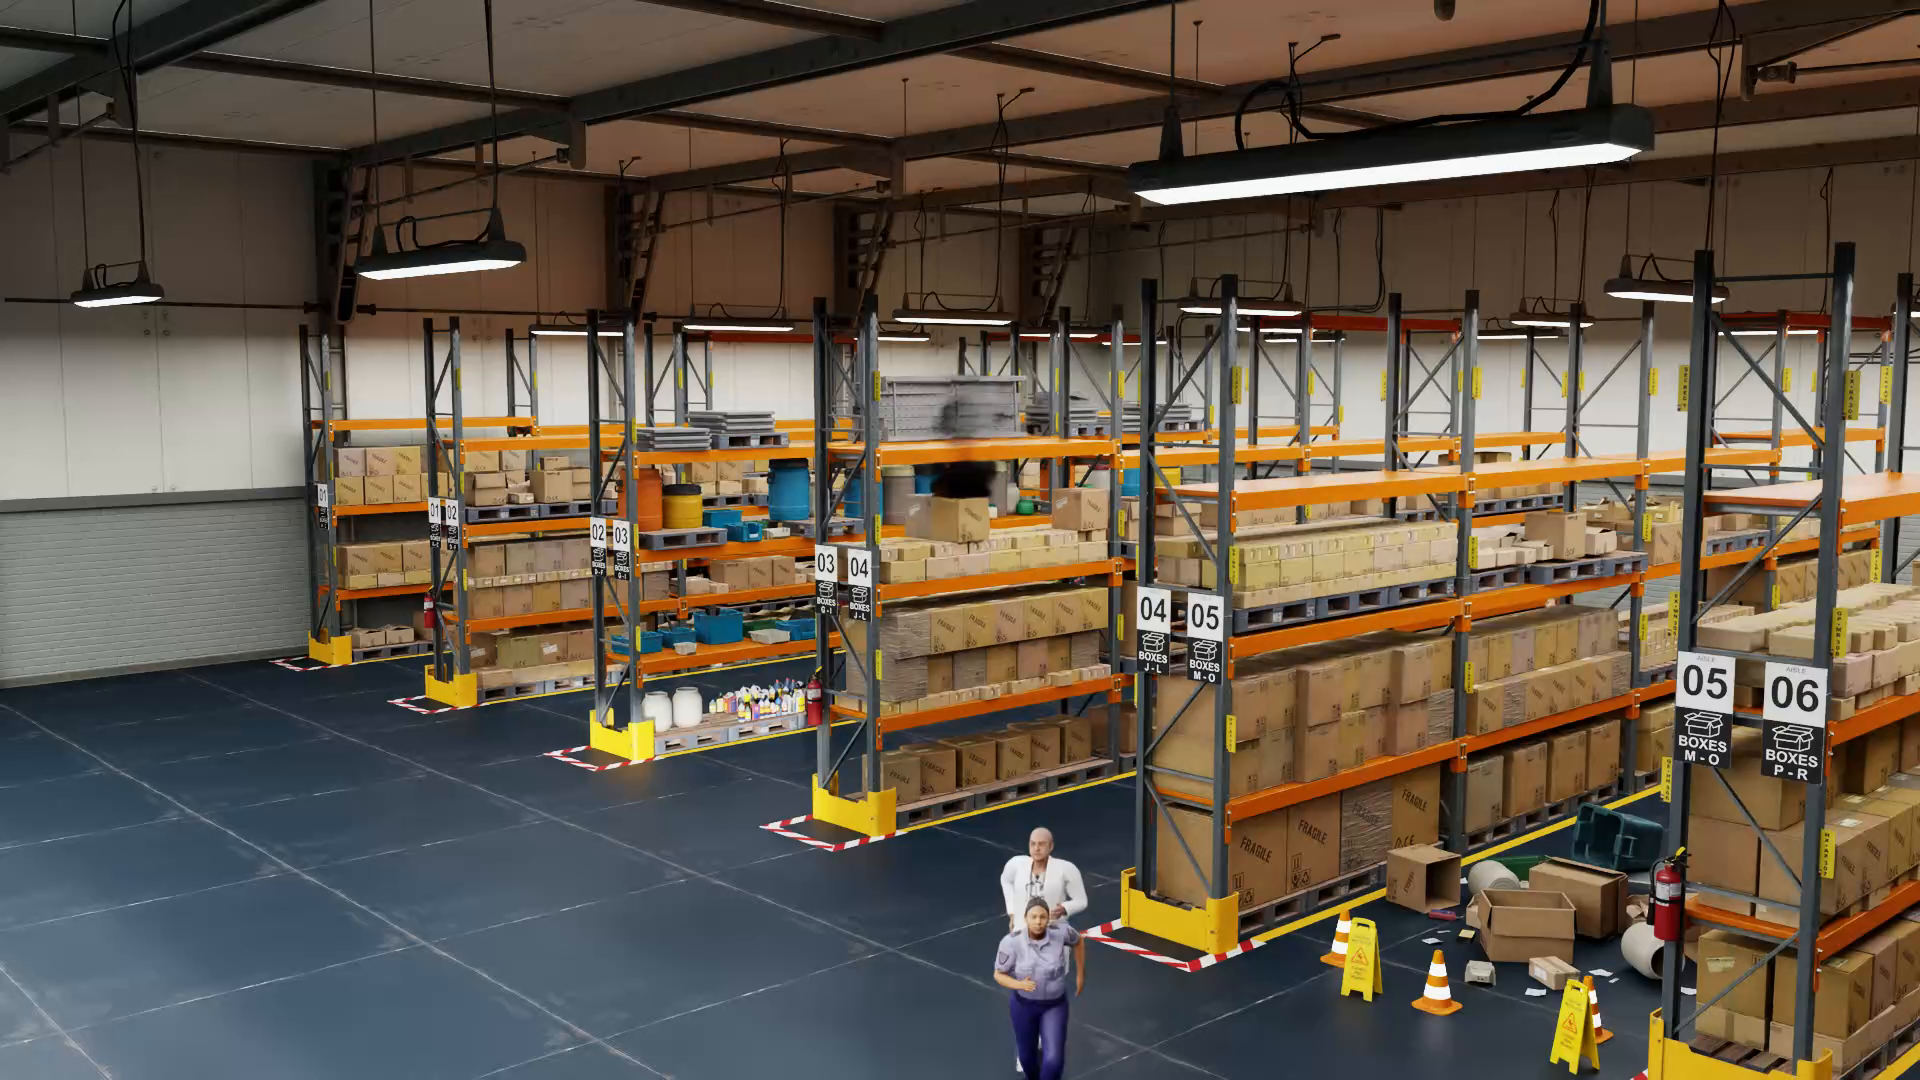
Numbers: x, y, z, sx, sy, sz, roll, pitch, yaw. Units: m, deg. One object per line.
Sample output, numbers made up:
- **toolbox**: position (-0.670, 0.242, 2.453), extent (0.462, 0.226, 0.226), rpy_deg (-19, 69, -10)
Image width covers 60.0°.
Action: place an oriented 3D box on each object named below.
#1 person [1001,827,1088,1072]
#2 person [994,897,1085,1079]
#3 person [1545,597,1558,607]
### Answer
- **person**: position (0.621, 3.086, 12.443), extent (0.666, 1.774, 0.825), rpy_deg (1, 6, 5)
- **person**: position (0.542, 3.218, 11.331), extent (0.628, 1.667, 0.812), rpy_deg (0, 6, 0)
- **person**: position (9.364, 1.695, 26.394), extent (0.559, 1.642, 0.603), rpy_deg (5, 8, 42)
